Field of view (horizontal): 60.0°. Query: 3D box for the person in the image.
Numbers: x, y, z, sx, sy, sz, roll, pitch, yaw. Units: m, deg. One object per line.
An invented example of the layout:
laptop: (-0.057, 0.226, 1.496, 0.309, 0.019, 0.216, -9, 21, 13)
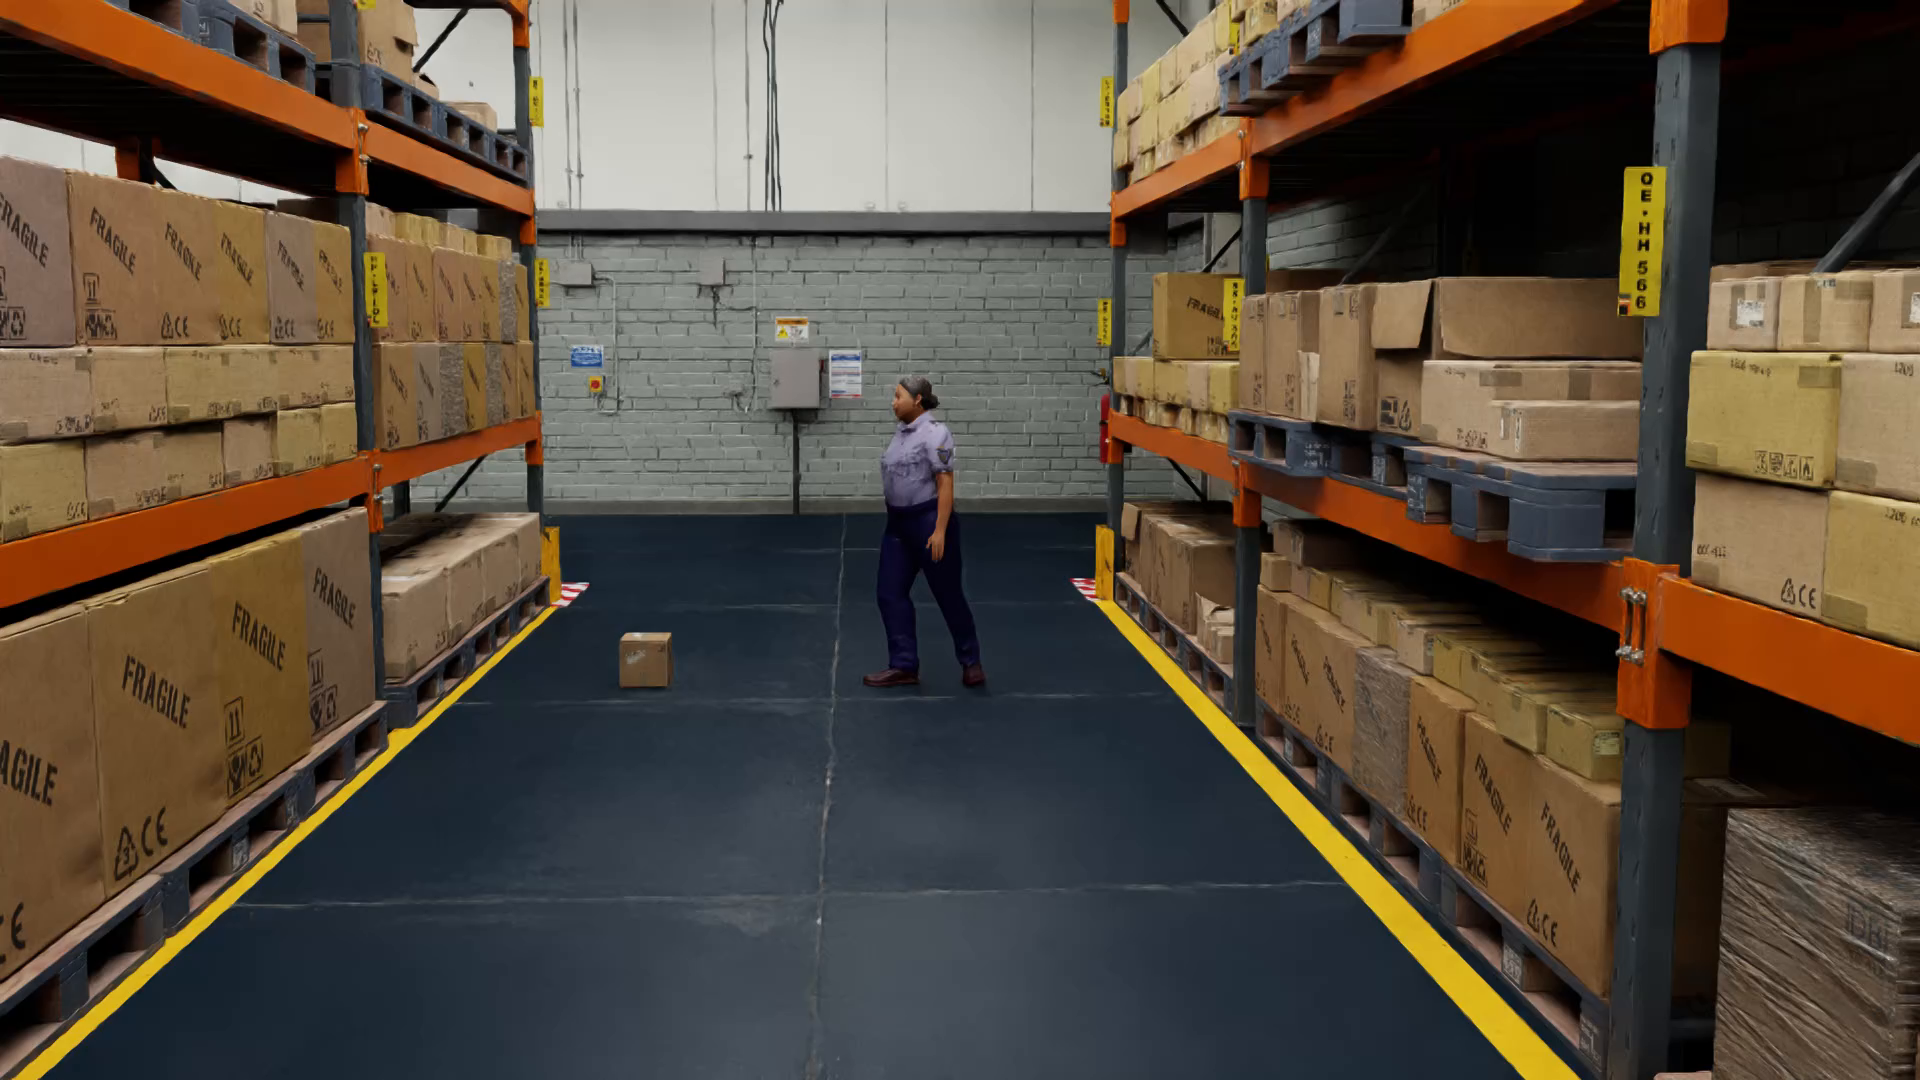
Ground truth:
person: (-0.185, -0.051, 8.768, 0.605, 1.637, 0.584, -5, 9, -37)
